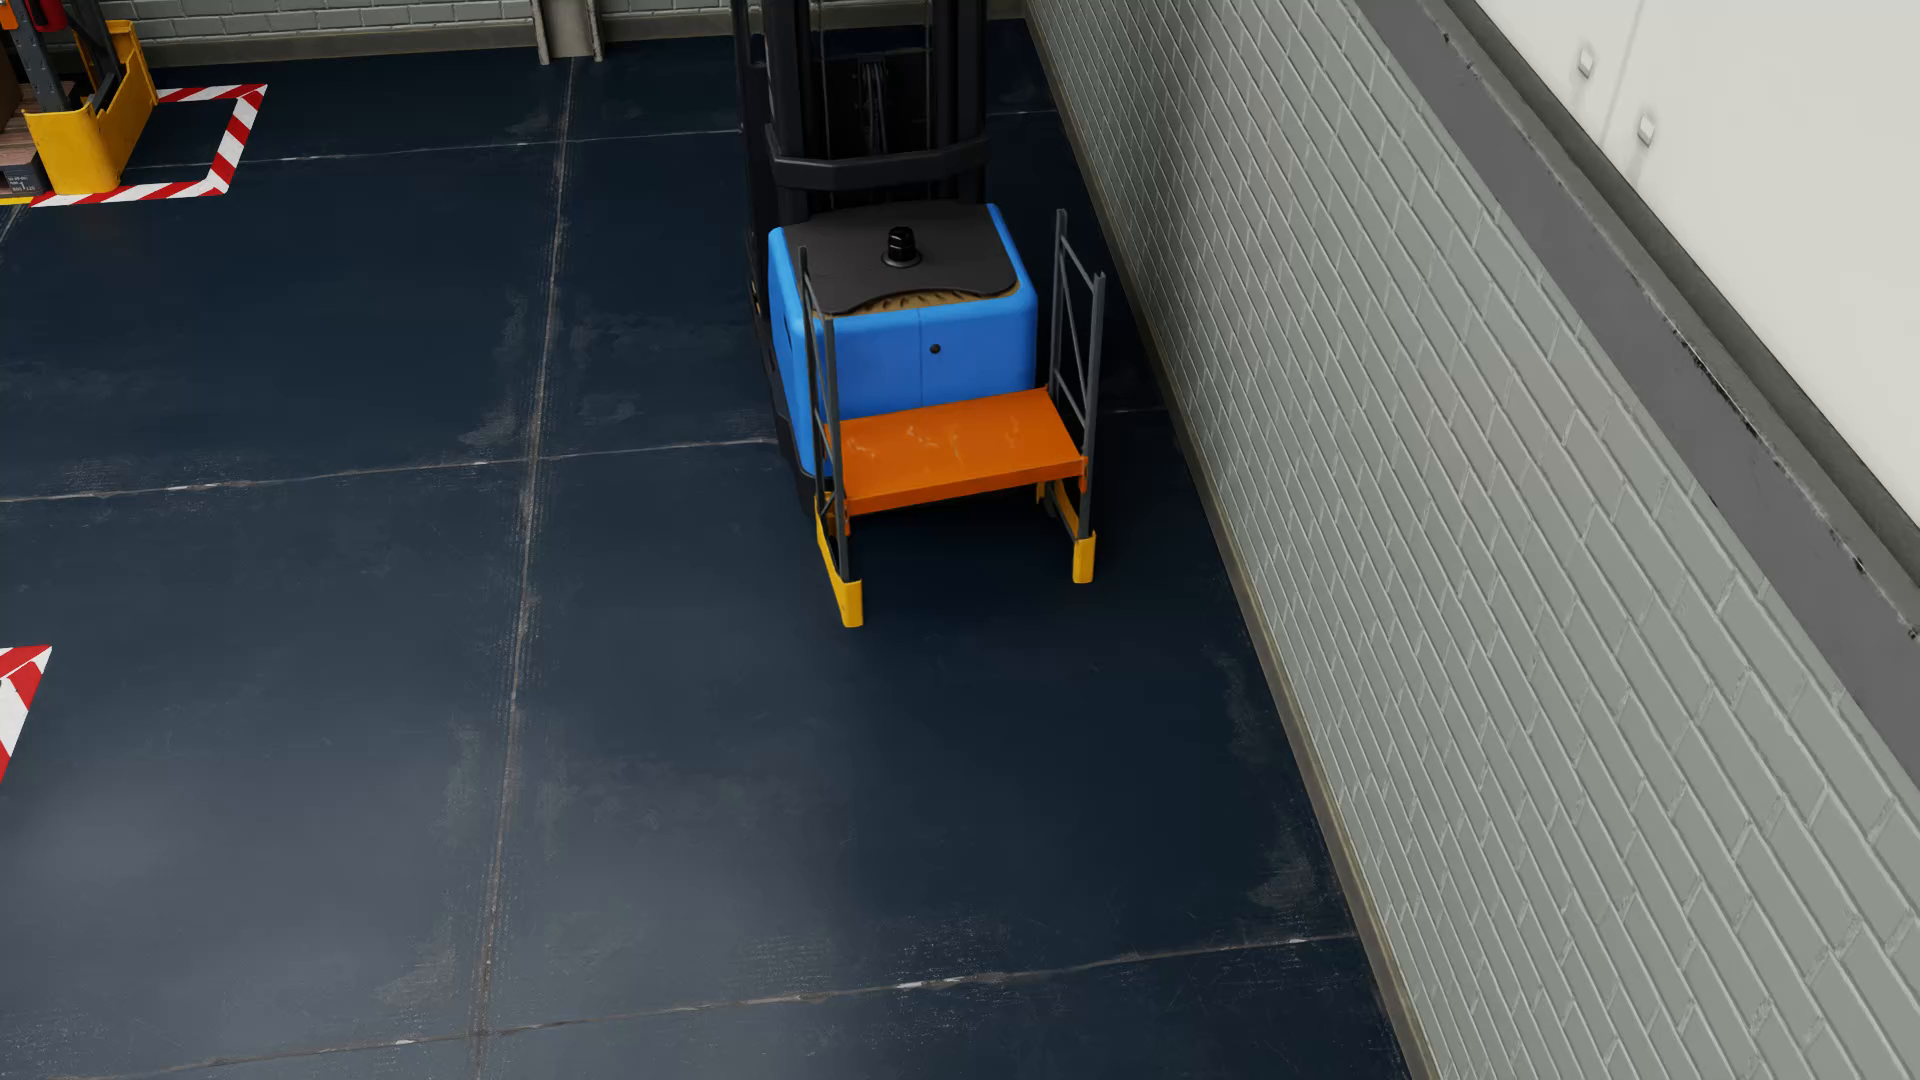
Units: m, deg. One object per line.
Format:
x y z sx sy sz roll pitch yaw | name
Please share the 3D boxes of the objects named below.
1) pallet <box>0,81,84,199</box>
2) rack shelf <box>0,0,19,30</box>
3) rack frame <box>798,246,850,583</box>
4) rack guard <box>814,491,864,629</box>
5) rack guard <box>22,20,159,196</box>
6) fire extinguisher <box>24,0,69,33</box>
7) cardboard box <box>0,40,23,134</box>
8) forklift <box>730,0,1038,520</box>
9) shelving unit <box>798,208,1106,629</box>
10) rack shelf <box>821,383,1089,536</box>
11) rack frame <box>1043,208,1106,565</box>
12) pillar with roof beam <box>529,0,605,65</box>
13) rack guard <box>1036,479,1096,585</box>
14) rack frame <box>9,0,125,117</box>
-5.847 -2.302 9.645 1.213 0.211 1.003 -5 42 -6 | pallet
-7.047 -3.018 8.894 4.000 0.370 1.077 -5 42 -6 | rack shelf
-0.527 -0.382 6.554 0.032 1.500 0.500 -10 43 -11 | rack frame
-0.508 0.078 6.976 0.087 0.250 0.587 -10 43 -11 | rack guard
-5.041 -2.533 9.685 0.348 0.500 1.175 -5 42 -6 | rack guard
-4.855 -2.998 8.671 0.183 0.674 0.296 -5 42 -6 | fire extinguisher
-5.745 -2.559 9.401 0.500 0.500 0.700 -5 42 -6 | cardboard box
-0.478 -2.169 7.466 1.130 2.935 3.031 -8 43 -9 | forklift
-0.028 -0.474 6.655 1.083 1.500 0.587 -10 43 -11 | shelving unit
-0.037 -0.339 6.774 1.000 0.185 0.538 -10 43 -11 | rack shelf
0.454 -0.562 6.753 0.032 1.500 0.500 -10 43 -11 | rack frame
-1.941 -3.636 4.563 0.400 9.000 9.100 -5 42 -6 | pillar with roof beam
0.452 -0.098 7.172 0.087 0.250 0.587 -10 43 -11 | rack guard
-5.064 -3.459 8.845 0.127 3.000 1.000 -5 42 -6 | rack frame
